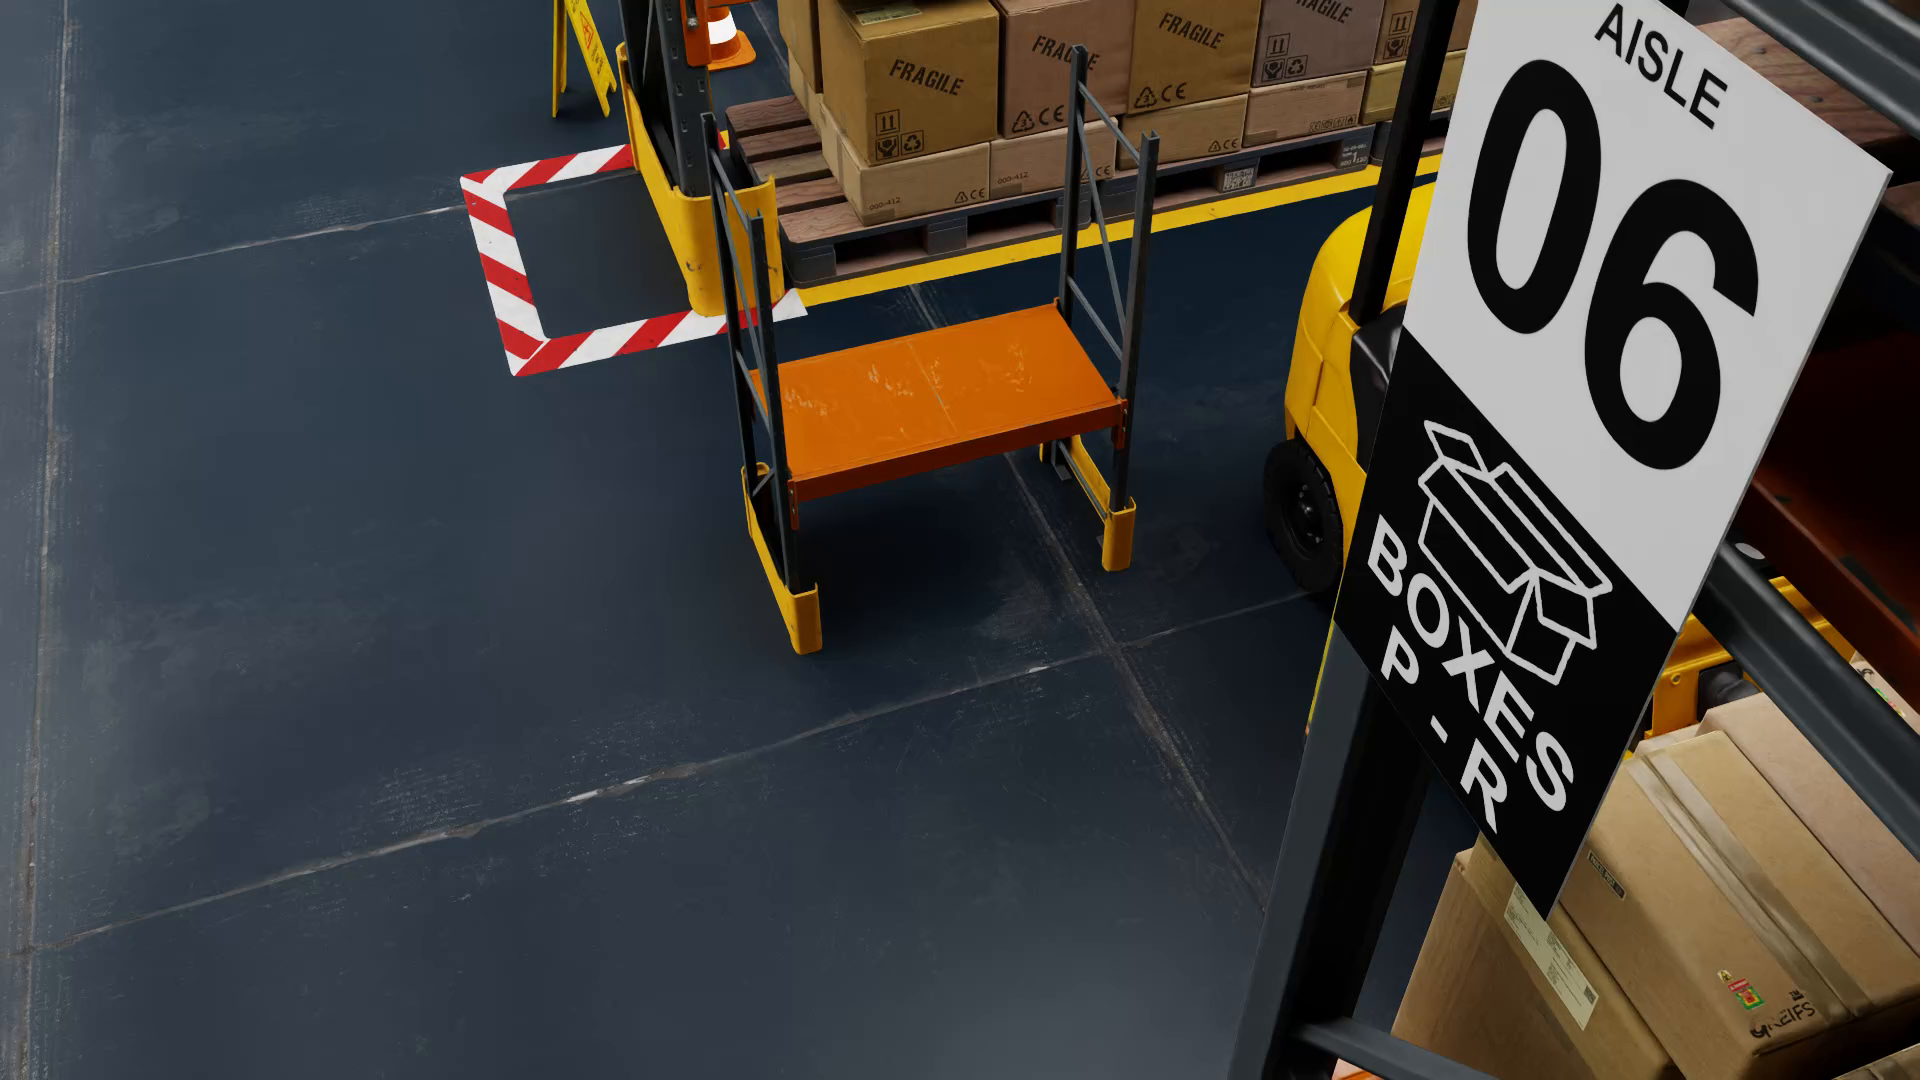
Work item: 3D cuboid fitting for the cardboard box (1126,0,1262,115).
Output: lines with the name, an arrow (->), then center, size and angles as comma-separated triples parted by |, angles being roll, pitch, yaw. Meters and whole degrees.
cardboard box -> 0.777, -1.974, 6.215 | 0.500, 0.500, 0.500 | -13, 47, -13

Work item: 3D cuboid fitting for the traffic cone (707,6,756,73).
traffic cone -> -1.096, -2.339, 7.254 | 0.334, 0.463, 0.336 | -14, 47, -14

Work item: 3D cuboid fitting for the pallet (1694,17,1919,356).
pallet -> 1.301, -0.146, 1.222 | 1.213, 0.211, 1.003 | -14, 47, -14

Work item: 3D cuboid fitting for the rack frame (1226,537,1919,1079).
rack frame -> 0.627, 1.034, 2.101 | 0.127, 3.000, 1.000 | -14, 47, -14

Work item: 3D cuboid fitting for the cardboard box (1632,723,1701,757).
cardboard box -> 1.088, 0.419, 2.186 | 0.250, 0.149, 0.380 | -14, 47, -13

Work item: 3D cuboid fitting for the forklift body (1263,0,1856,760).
forklift body -> 1.791, -0.337, 4.068 | 1.214, 2.155, 2.313 | -14, 47, -14

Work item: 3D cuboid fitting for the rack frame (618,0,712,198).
rack frame -> -1.062, -2.271, 5.396 | 0.127, 3.000, 1.000 | -14, 47, -14

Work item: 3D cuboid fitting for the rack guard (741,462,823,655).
rack guard -> -0.540, 0.050, 5.024 | 0.087, 0.250, 0.587 | -14, 47, -14

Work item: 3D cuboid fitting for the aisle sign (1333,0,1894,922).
aisle sign -> 0.465, -0.063, 1.360 | 0.004, 0.787, 0.394 | -14, 47, -14

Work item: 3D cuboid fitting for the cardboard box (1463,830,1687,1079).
cardboard box -> 0.858, 0.500, 2.105 | 0.250, 0.149, 0.380 | -14, 47, -13

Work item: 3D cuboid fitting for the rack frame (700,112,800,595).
rack frame -> -0.558, -0.387, 4.576 | 0.032, 1.500, 0.500 | -14, 47, -14

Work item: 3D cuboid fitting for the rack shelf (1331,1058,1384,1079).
rack shelf -> 2.508, 0.807, 2.835 | 4.000, 0.370, 1.077 | -14, 47, -14

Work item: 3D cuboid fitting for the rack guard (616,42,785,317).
rack guard -> -0.991, -1.407, 6.300 | 0.348, 0.500, 1.175 | -14, 47, -14

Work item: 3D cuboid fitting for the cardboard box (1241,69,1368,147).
cardboard box -> 1.258, -1.836, 6.607 | 0.500, 0.250, 0.500 | -14, 47, -13

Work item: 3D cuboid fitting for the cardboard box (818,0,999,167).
cardboard box -> -0.187, -1.730, 5.971 | 0.500, 0.500, 0.500 | -16, 47, -15

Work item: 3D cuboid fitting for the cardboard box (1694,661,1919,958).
cardboard box -> 1.113, 0.359, 2.036 | 0.250, 0.149, 0.380 | -14, 47, -14

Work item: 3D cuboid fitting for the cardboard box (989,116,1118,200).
cardboard box -> 0.273, -1.577, 6.348 | 0.500, 0.250, 0.500 | -13, 46, -12

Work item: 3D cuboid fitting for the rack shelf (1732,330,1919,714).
rack shelf -> 2.508, -0.251, 1.773 | 4.000, 0.370, 1.077 | -14, 47, -14

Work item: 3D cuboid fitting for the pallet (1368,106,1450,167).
pallet -> 2.080, -2.064, 7.158 | 1.213, 0.211, 1.003 | -14, 47, -14

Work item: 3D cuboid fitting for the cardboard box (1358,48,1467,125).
cardboard box -> 1.738, -1.955, 6.726 | 0.500, 0.250, 0.500 | -15, 47, -15

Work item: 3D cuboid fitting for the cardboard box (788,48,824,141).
cardboard box -> -0.371, -1.828, 6.599 | 0.500, 0.250, 0.500 | -15, 47, -14

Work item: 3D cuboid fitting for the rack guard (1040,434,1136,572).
rack guard -> 0.397, -0.190, 5.263 | 0.087, 0.250, 0.587 | -14, 47, -14

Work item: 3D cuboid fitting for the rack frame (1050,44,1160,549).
rack frame -> 0.398, -0.631, 4.820 | 0.032, 1.500, 0.500 | -14, 47, -14

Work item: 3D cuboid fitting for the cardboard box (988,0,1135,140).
cardboard box -> 0.303, -1.858, 6.100 | 0.500, 0.500, 0.500 | -16, 47, -15

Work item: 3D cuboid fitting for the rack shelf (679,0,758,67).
rack shelf -> 0.819, -2.499, 6.130 | 4.000, 0.370, 1.077 | -14, 47, -14

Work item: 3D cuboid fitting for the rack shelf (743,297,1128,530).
rack shelf -> -0.080, -0.382, 4.826 | 1.000, 0.185, 0.538 | -14, 47, -14

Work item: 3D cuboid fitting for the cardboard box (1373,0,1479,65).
cardboard box -> 1.757, -2.231, 6.471 | 0.500, 0.500, 0.500 | -14, 47, -13

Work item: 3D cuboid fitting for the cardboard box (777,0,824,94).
cardboard box -> -0.397, -2.080, 6.321 | 0.500, 0.500, 0.500 | -14, 47, -14

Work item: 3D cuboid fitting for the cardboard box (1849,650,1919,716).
cardboard box -> 1.350, 0.278, 2.117 | 0.250, 0.149, 0.380 | -13, 47, -13

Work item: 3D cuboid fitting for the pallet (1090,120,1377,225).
pallet -> 0.931, -1.768, 6.863 | 1.213, 0.211, 1.003 | -14, 47, -14

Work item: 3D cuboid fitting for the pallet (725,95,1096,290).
pallet -> -0.215, -1.477, 6.573 | 1.213, 0.211, 1.003 | -14, 47, -14

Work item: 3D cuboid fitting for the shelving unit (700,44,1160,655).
shelving unit -> -0.072, -0.511, 4.701 | 1.083, 1.500, 0.587 | -14, 47, -14

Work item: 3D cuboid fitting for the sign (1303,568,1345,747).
sign -> 0.455, 0.177, 1.971 | 0.005, 0.325, 0.100 | -14, 47, -14

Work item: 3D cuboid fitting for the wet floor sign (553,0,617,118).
wet floor sign -> -1.604, -2.108, 6.895 | 0.232, 0.644, 0.267 | 0, 45, 0

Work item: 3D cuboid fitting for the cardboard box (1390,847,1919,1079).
cardboard box -> 1.000, 0.706, 2.358 | 0.500, 0.500, 0.500 | -15, 47, -15

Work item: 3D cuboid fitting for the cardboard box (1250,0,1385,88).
cardboard box -> 1.277, -2.108, 6.348 | 0.500, 0.500, 0.500 | -12, 46, -12

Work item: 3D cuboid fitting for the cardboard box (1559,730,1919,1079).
cardboard box -> 0.892, 0.439, 1.956 | 0.250, 0.149, 0.380 | -14, 47, -14

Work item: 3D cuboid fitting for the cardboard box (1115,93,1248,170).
cardboard box -> 0.782, -1.716, 6.488 | 0.500, 0.250, 0.500 | -11, 46, -11

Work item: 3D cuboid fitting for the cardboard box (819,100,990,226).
cardboard box -> -0.210, -1.459, 6.231 | 0.500, 0.250, 0.500 | -15, 47, -14
